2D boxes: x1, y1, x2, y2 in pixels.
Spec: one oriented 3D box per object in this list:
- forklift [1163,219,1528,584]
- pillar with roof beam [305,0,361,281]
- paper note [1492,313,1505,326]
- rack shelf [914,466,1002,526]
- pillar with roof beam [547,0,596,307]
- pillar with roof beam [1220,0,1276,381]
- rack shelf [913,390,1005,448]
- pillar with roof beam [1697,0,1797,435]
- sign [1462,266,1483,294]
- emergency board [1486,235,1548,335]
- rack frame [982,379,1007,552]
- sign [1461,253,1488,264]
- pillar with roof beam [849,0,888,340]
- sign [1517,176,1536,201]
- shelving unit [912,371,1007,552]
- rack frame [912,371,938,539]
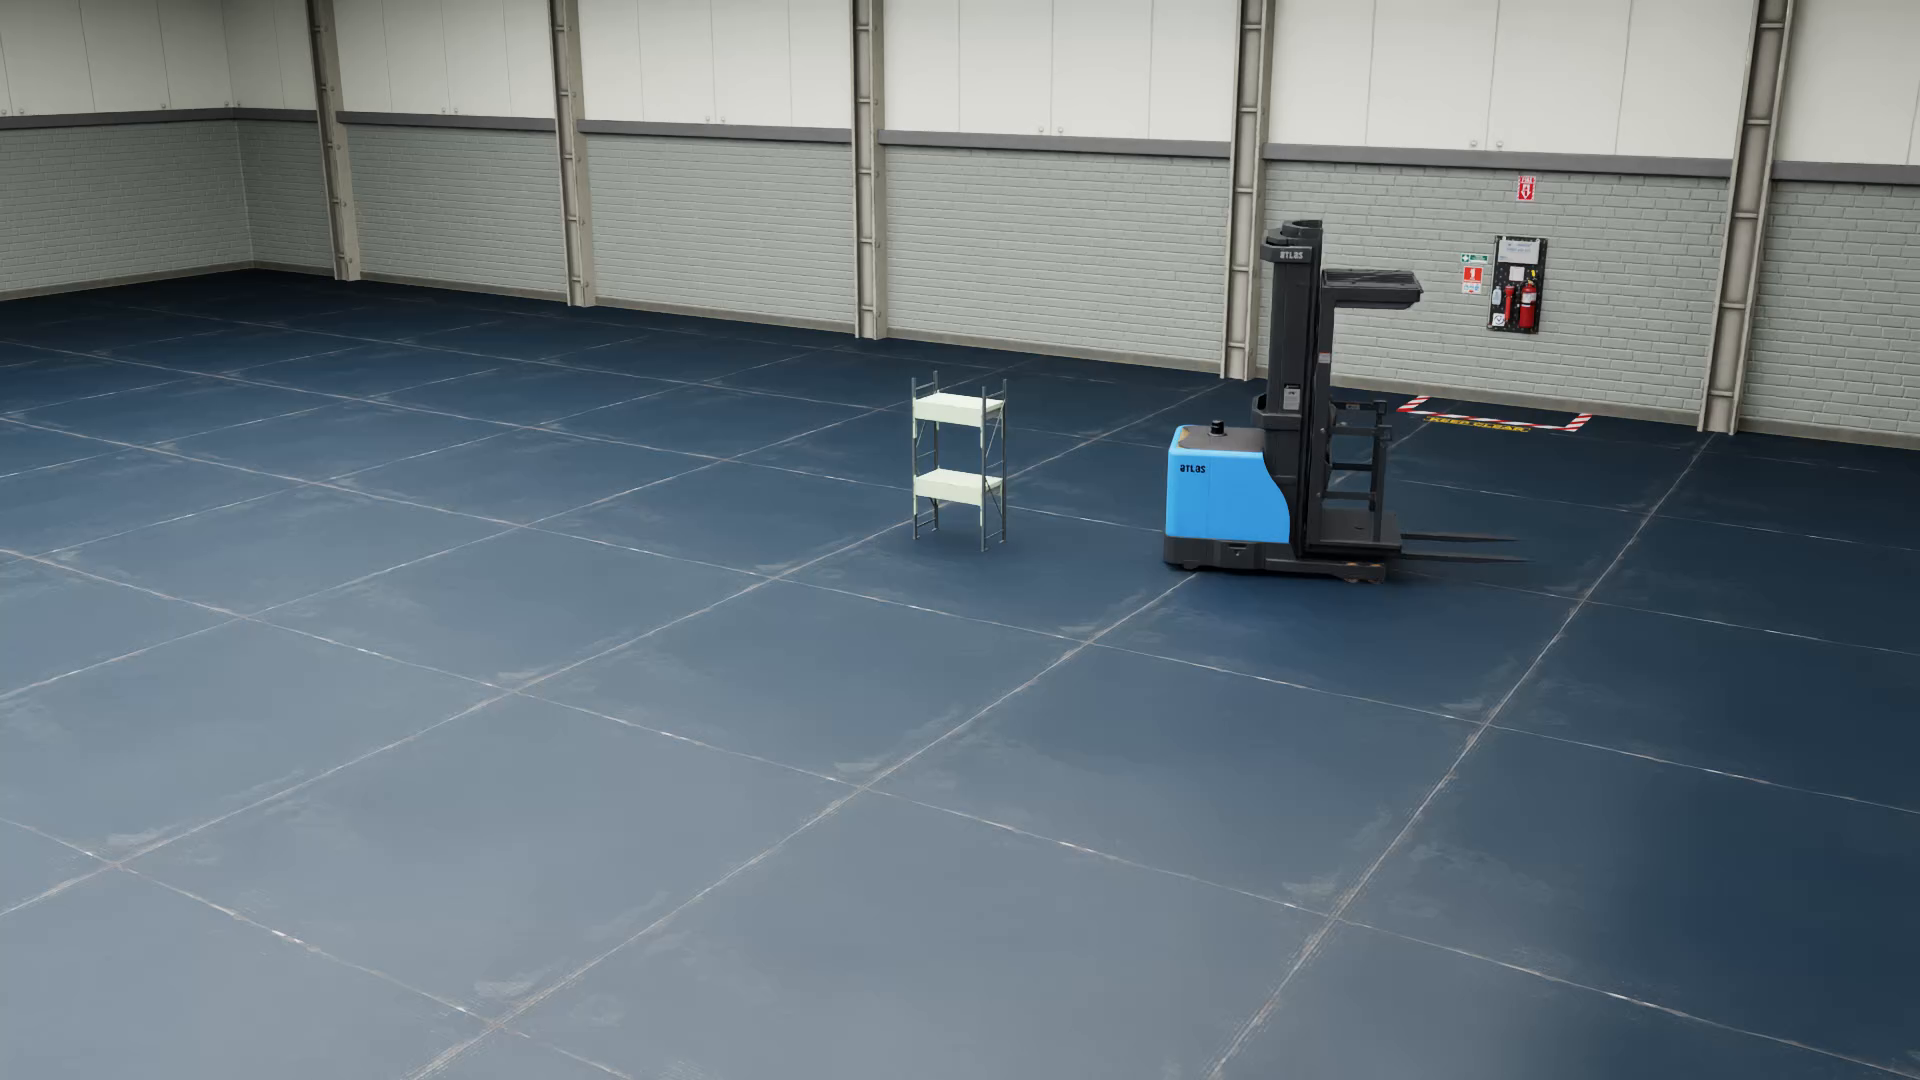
[{"bbox_3d":[3.333,-1.199,14.154,3.031,2.935,1.130,3,17,11],"label":"forklift"},{"bbox_3d":[-13.835,-8.173,26.674,0.400,9.000,9.100,10,20,30],"label":"pillar with roof beam"},{"bbox_3d":[6.669,-2.726,20.580,0.142,0.148,0.016,10,20,30],"label":"paper note"},{"bbox_3d":[-0.006,-0.407,15.130,0.720,0.370,0.431,10,20,30],"label":"rack shelf"},{"bbox_3d":[-8.722,-7.261,23.670,0.400,9.000,9.100,10,20,30],"label":"pillar with roof beam"},{"bbox_3d":[1.504,-5.435,17.661,0.400,9.000,9.100,10,20,30],"label":"pillar with roof beam"},{"bbox_3d":[-0.006,-1.092,14.922,0.720,0.370,0.431,10,20,30],"label":"rack shelf"},{"bbox_3d":[6.616,-4.523,14.656,0.400,9.000,9.100,10,20,30],"label":"pillar with roof beam"},{"bbox_3d":[6.366,-3.230,20.662,0.234,0.329,0.001,10,20,30],"label":"sign"},{"bbox_3d":[6.784,-3.104,20.307,0.643,1.169,0.194,10,20,30],"label":"emergency board"},{"bbox_3d":[0.306,-0.663,14.852,0.023,1.500,0.400,10,20,30],"label":"rack frame"},{"bbox_3d":[6.366,-3.481,20.576,0.331,0.109,0.001,10,20,30],"label":"sign"},{"bbox_3d":[-3.609,-6.348,20.665,0.400,9.000,9.100,10,20,30],"label":"pillar with roof beam"},{"bbox_3d":[6.829,-4.239,20.055,0.199,0.298,0.001,10,20,30],"label":"sign"},{"bbox_3d":[-0.006,-0.719,15.035,0.755,1.500,0.431,10,20,30],"label":"shelving unit"},{"bbox_3d":[-0.318,-0.774,15.219,0.023,1.500,0.400,10,20,30],"label":"rack frame"}]
